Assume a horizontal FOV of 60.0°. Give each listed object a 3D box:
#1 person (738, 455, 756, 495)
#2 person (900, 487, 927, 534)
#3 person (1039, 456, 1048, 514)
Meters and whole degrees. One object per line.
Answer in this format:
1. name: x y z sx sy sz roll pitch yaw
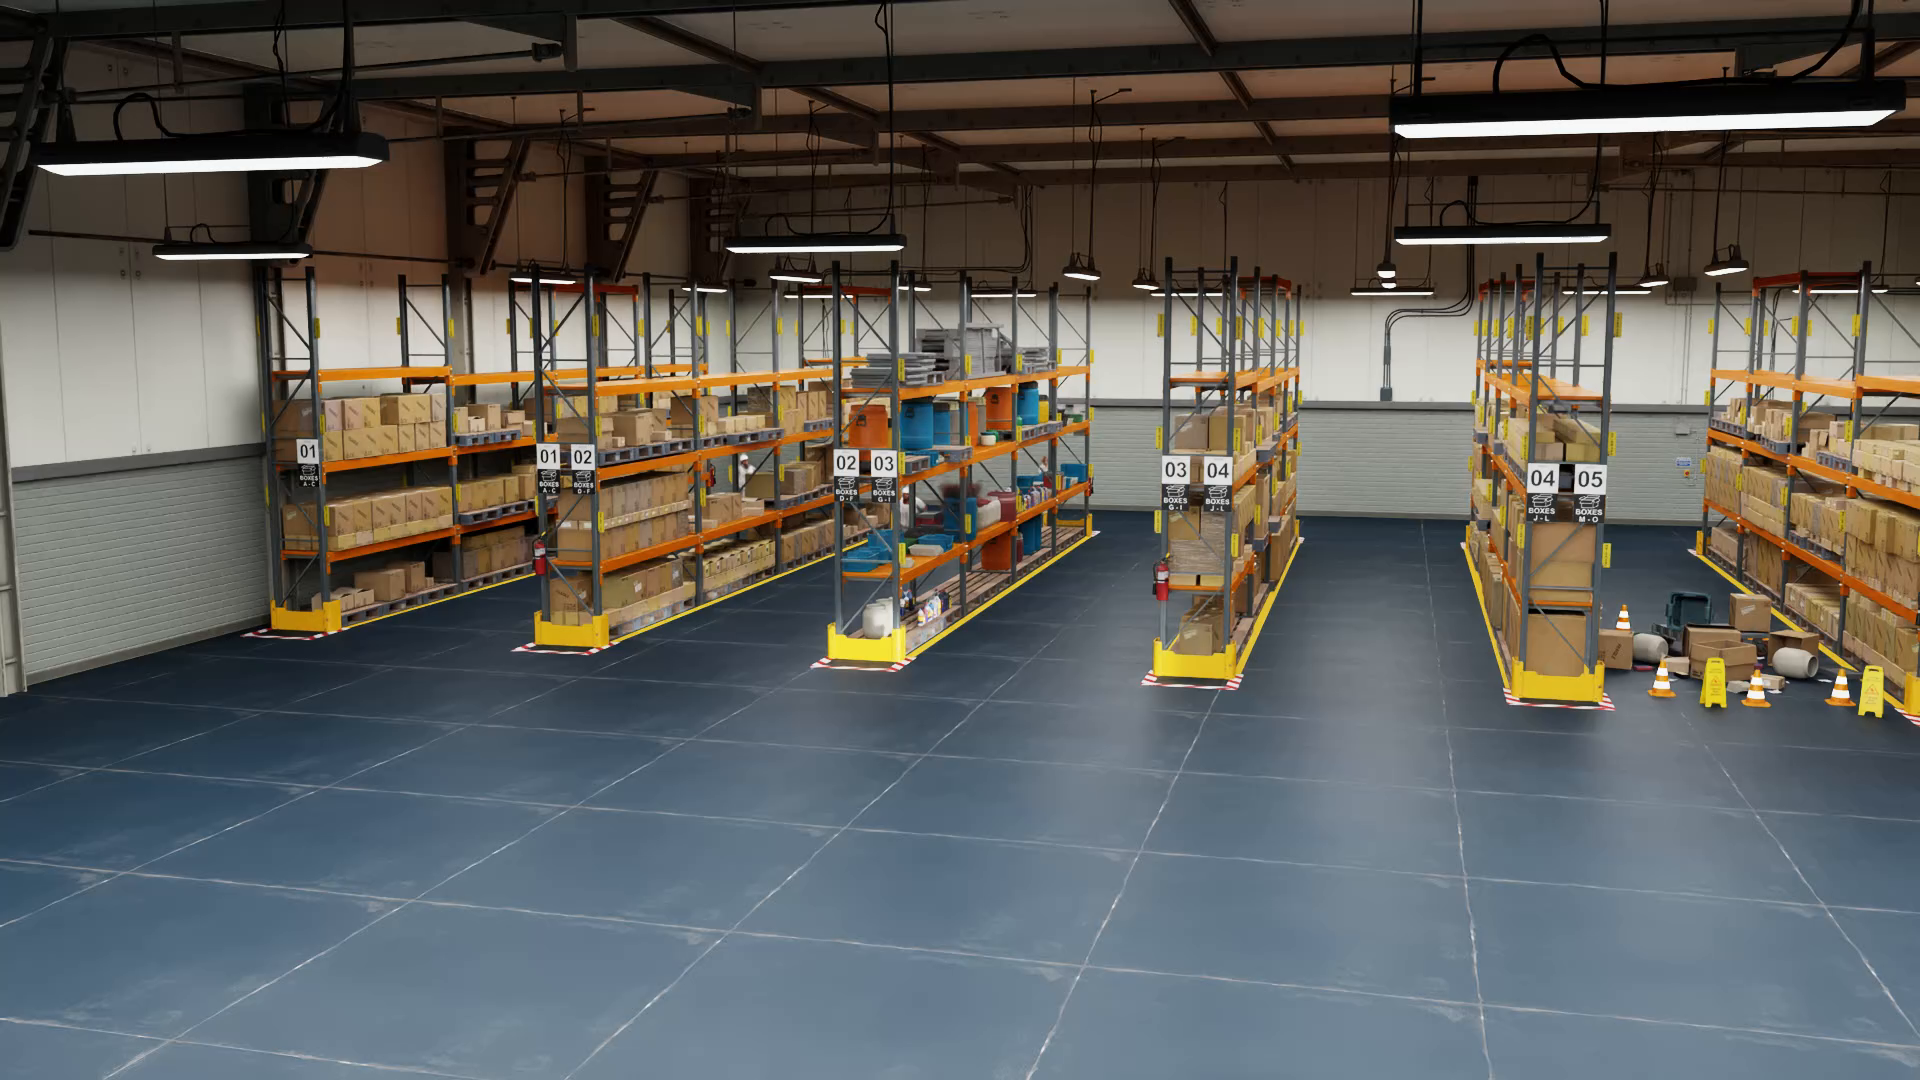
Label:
1. person: -5.544 -1.366 43.376 0.589 1.728 1.003 -2 8 -18
2. person: -1.077 -0.332 35.602 0.708 1.659 0.720 3 8 23
3. person: 2.255 -1.492 45.021 0.415 1.556 0.717 -6 10 -40
